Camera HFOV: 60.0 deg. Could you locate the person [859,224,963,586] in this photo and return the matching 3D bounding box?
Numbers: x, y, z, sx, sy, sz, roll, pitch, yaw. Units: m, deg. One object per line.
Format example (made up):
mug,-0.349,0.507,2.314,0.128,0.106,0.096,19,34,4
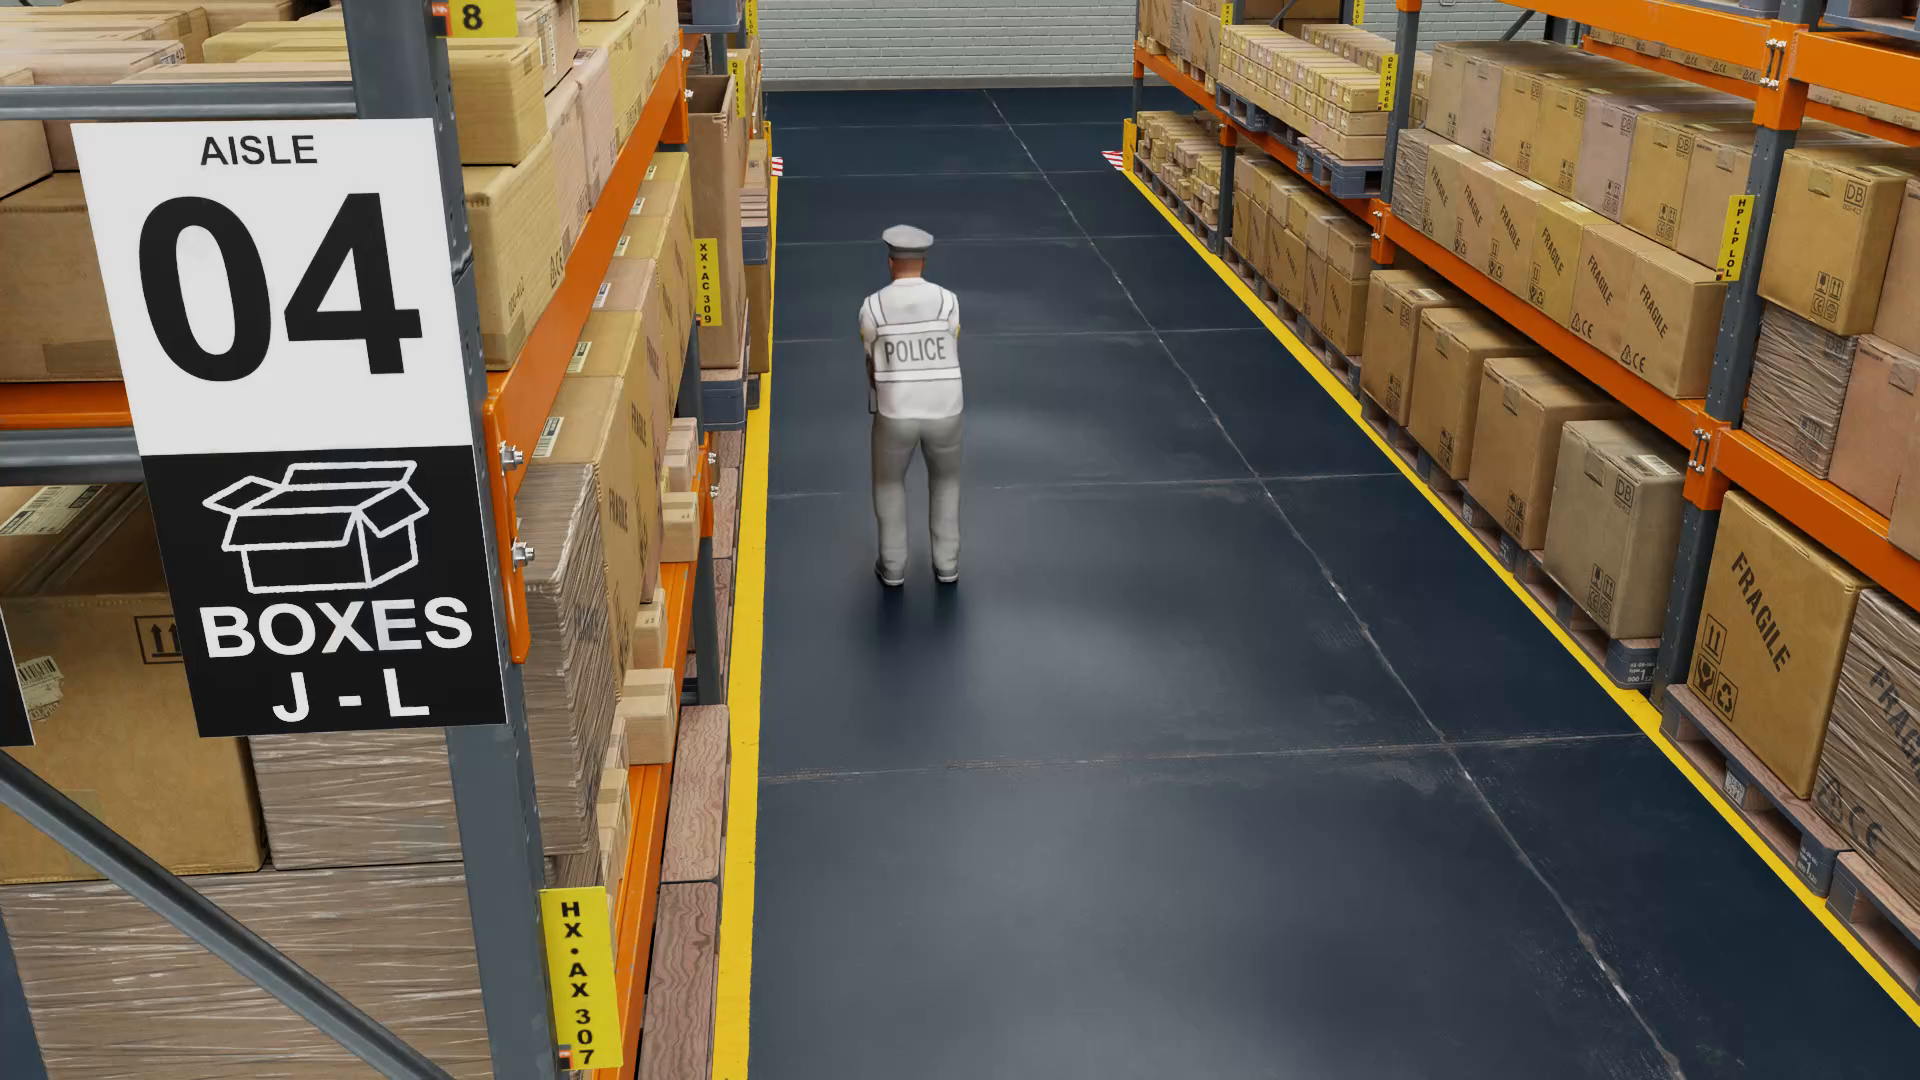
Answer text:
person,-0.238,-0.641,8.090,0.485,1.738,0.597,-4,24,-8
